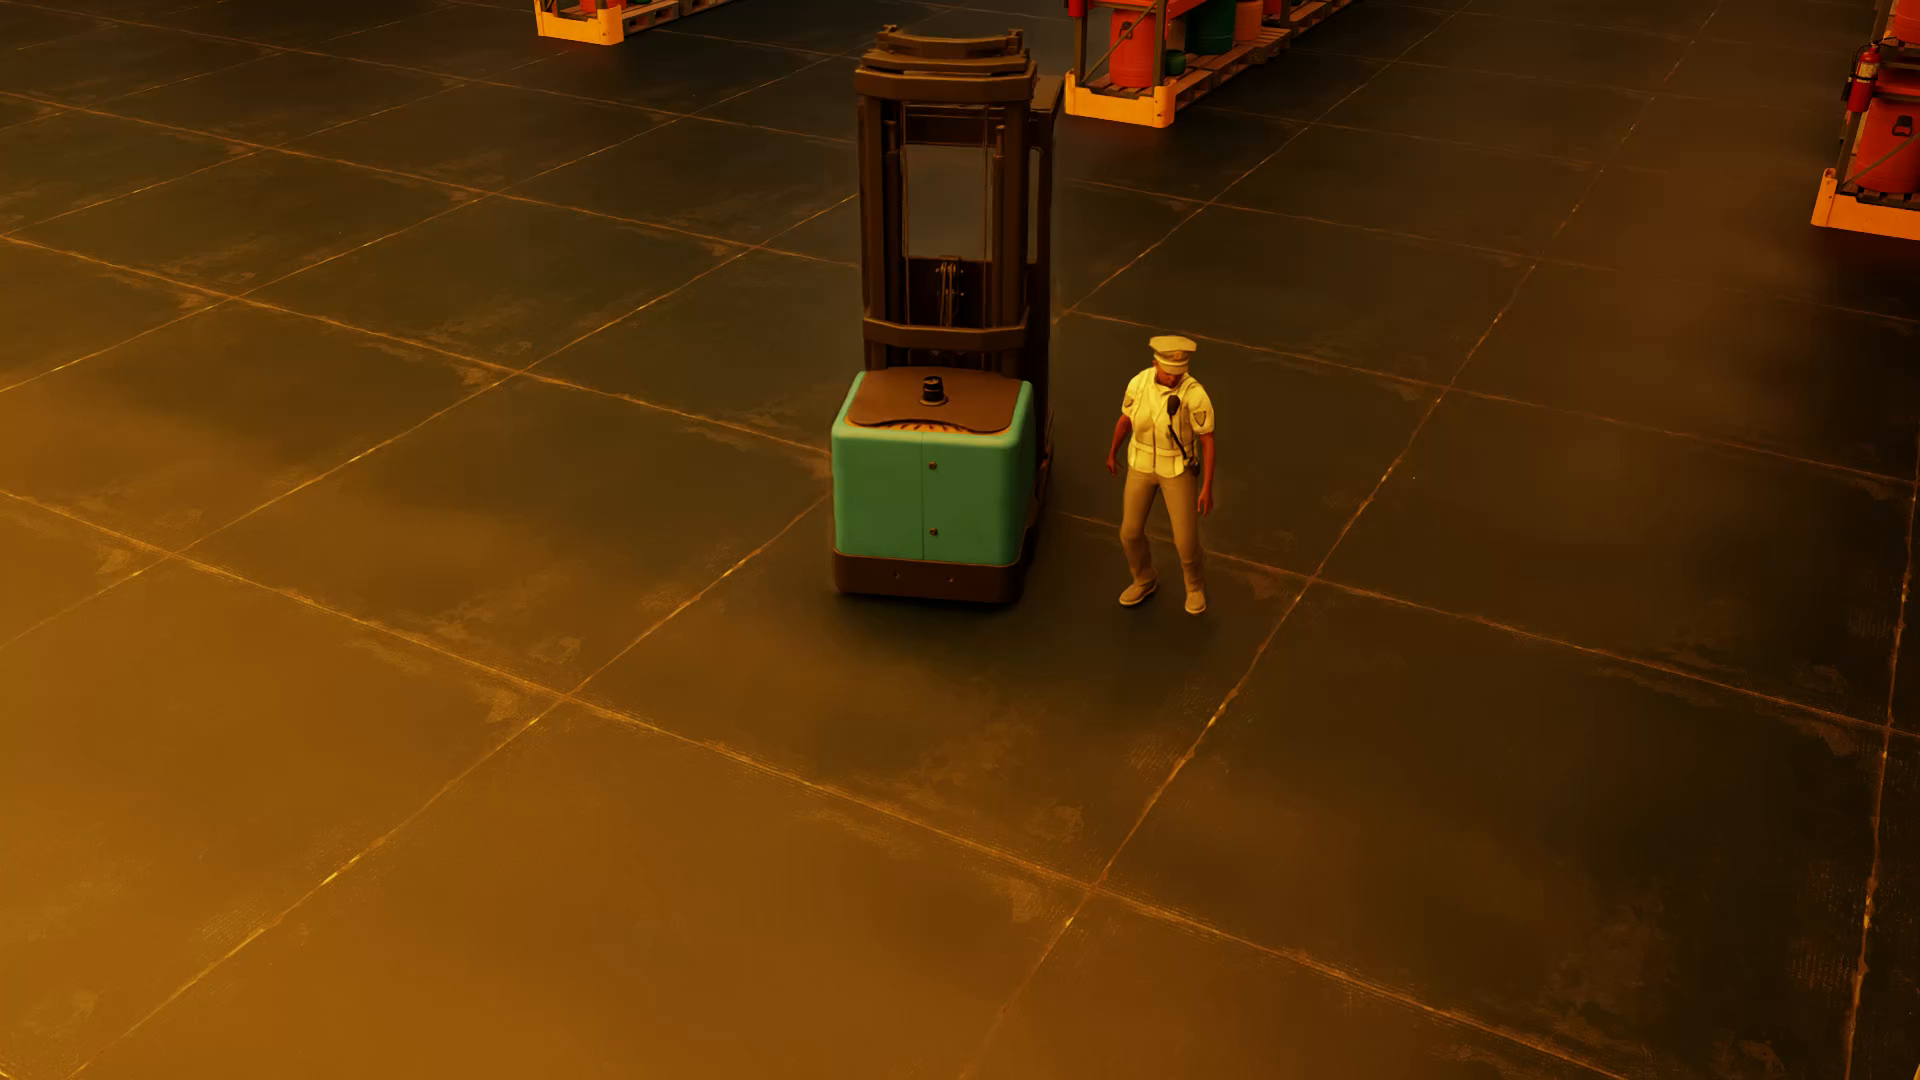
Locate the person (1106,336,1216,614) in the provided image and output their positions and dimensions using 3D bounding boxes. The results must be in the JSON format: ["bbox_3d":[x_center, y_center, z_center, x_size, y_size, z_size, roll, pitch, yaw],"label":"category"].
[{"bbox_3d":[1.091,-0.370,9.033,0.691,1.625,0.406,14,33,23],"label":"person"}]

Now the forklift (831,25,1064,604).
[{"bbox_3d":[0.007,-1.632,9.898,1.130,2.935,3.031,4,30,7],"label":"forklift"}]
